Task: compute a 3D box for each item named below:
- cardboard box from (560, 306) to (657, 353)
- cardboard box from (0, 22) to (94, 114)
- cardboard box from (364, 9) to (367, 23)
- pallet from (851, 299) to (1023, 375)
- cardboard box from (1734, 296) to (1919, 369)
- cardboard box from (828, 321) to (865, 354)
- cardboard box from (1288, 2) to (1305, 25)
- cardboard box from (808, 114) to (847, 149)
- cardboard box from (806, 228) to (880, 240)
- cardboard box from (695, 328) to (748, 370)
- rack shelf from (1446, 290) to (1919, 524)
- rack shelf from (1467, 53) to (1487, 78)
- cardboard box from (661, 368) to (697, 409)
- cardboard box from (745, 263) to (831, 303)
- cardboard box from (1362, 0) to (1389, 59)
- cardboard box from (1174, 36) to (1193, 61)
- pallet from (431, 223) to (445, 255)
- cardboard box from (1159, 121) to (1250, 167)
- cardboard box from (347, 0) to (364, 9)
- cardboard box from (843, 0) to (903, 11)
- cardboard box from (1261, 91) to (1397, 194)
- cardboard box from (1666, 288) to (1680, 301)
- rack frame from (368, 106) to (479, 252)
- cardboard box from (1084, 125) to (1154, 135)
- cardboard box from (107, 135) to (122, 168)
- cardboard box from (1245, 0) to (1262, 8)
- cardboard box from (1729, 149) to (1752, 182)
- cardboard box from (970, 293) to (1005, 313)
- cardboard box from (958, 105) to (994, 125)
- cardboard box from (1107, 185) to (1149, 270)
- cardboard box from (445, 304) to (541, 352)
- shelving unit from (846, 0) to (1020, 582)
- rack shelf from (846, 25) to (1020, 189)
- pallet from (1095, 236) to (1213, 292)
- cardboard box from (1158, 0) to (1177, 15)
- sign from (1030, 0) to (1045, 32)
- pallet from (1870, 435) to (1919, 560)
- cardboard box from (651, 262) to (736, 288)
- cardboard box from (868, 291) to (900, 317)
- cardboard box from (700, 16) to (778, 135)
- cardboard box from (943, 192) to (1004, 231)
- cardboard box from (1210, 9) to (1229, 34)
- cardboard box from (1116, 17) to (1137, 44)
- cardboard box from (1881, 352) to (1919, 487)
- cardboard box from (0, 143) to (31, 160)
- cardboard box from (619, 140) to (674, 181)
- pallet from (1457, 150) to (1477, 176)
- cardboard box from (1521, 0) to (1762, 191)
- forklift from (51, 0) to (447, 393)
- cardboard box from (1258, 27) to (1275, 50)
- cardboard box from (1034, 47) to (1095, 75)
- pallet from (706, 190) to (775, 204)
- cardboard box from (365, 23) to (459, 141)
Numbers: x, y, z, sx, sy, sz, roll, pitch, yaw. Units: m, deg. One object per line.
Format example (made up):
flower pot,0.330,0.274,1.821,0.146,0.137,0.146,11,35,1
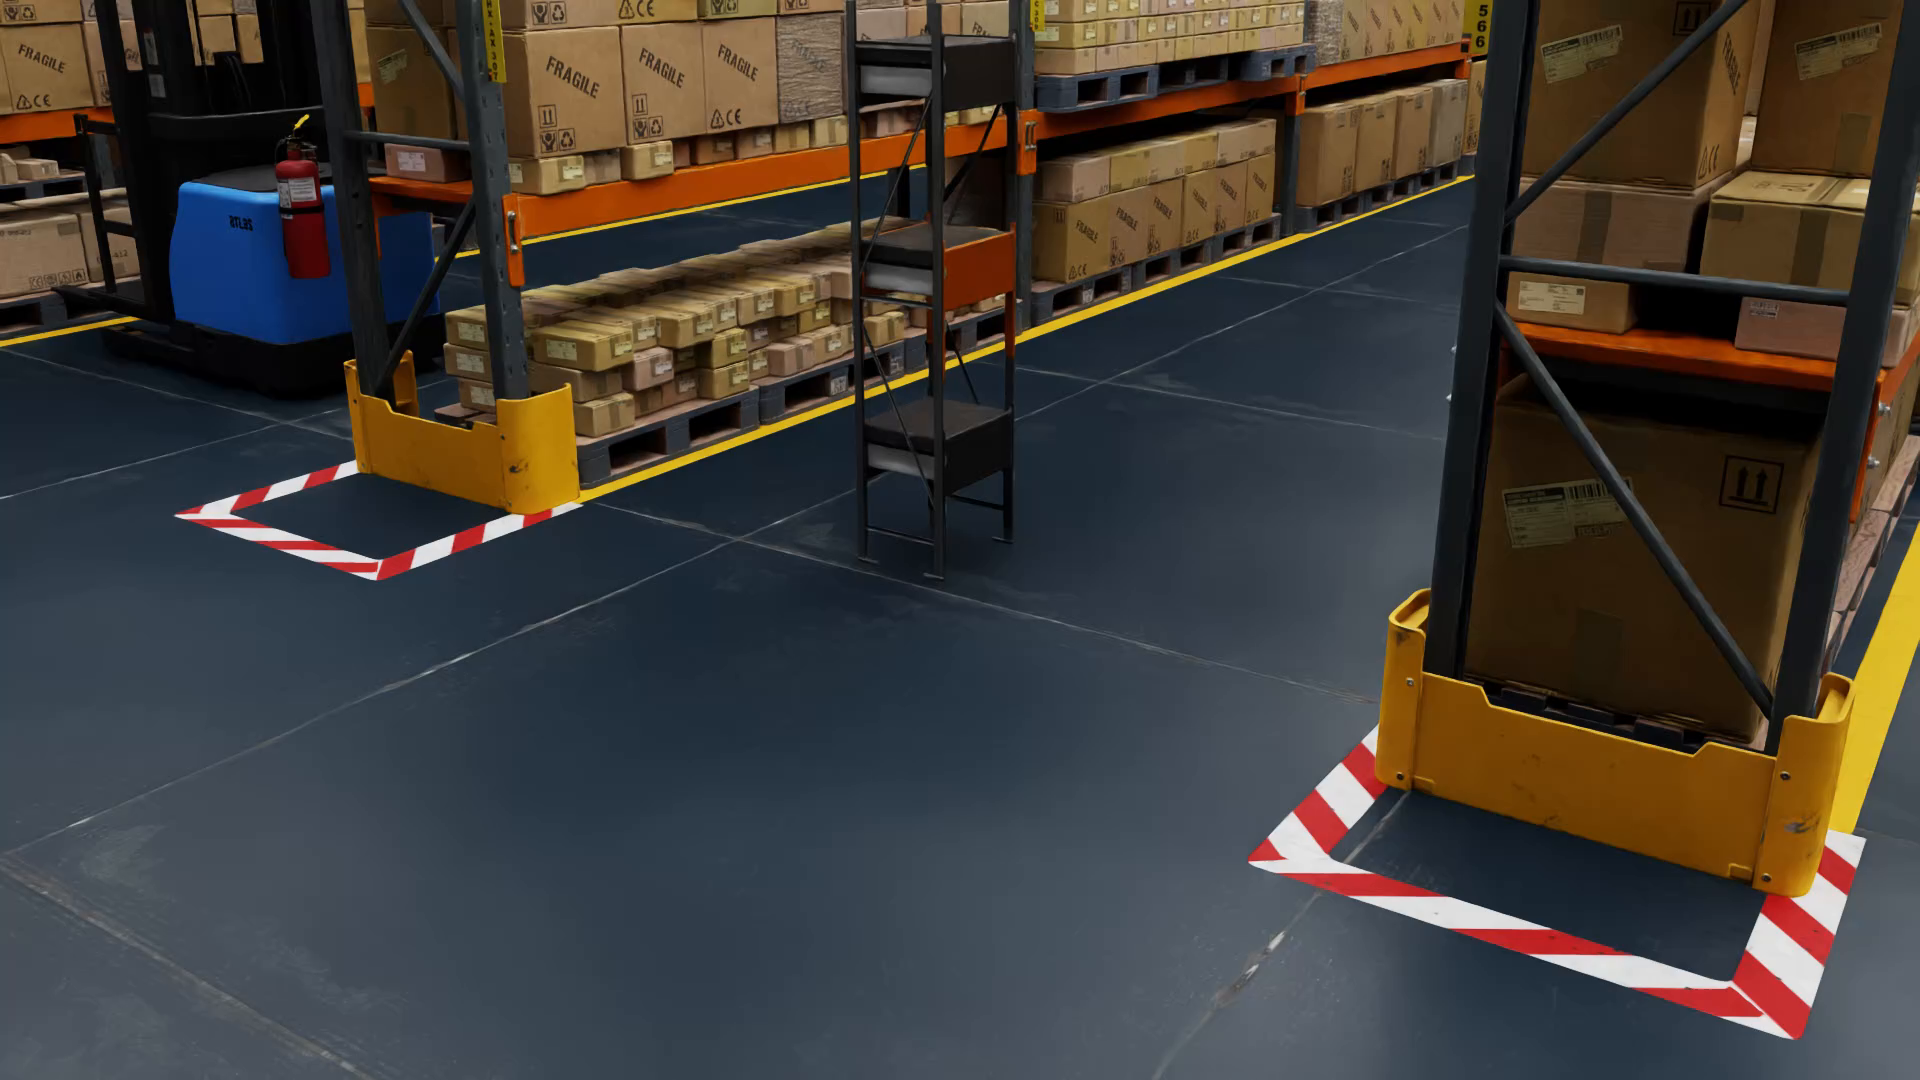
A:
cardboard box,-1.628,-0.970,7.709,0.380,0.149,0.250,14,24,33
cardboard box,-5.642,-2.860,10.028,0.500,0.500,0.500,13,24,31
cardboard box,-4.211,-3.592,12.009,0.500,0.500,0.500,14,24,32
pallet,-0.359,-1.284,9.933,1.003,0.211,1.213,13,24,32
cardboard box,2.258,-0.568,4.338,0.380,0.149,0.250,14,24,32
cardboard box,-0.734,-1.114,8.957,0.380,0.149,0.250,14,24,33
cardboard box,2.337,-3.928,12.388,0.380,0.149,0.250,14,24,33
cardboard box,-0.797,-2.084,8.437,0.380,0.149,0.250,14,24,33
cardboard box,-0.681,-1.723,9.745,0.380,0.149,0.250,13,24,31
cardboard box,-1.254,-0.951,8.088,0.380,0.149,0.250,14,25,33
rack shelf,2.910,-0.884,5.869,1.077,0.370,4.000,13,24,32
rack shelf,5.610,-5.324,17.871,1.077,0.370,4.000,13,24,32
cardboard box,-1.487,-0.756,7.988,0.380,0.149,0.250,14,24,32
cardboard box,-0.898,-1.339,8.709,0.380,0.149,0.250,13,24,32
cardboard box,3.281,-4.354,14.067,0.500,0.500,0.500,13,24,32
cardboard box,1.321,-3.270,11.039,0.380,0.149,0.250,13,24,31
pallet,-4.654,-2.218,12.456,1.003,0.211,1.213,13,24,32
cardboard box,1.795,-2.922,12.256,0.500,0.250,0.500,14,24,33
cardboard box,-4.490,-3.911,11.429,0.500,0.500,0.500,13,24,31
cardboard box,-0.637,-2.966,8.446,0.500,0.500,0.500,14,24,33
cardboard box,3.143,-3.490,14.514,1.050,0.750,0.750,14,24,33
cardboard box,2.001,-0.844,5.084,0.380,0.149,0.250,13,24,32
rack frame,-4.162,-3.728,12.520,1.000,3.000,0.127,13,24,32
cardboard box,1.076,-2.880,12.145,0.500,0.250,0.500,13,24,32
cardboard box,-7.811,-3.815,15.752,0.500,0.500,0.500,15,25,34
cardboard box,1.904,-3.844,11.732,0.380,0.149,0.250,14,25,33
cardboard box,2.124,-1.053,5.076,0.500,0.250,0.500,13,24,31
cardboard box,0.050,-1.473,9.927,0.380,0.149,0.250,14,24,32
cardboard box,-0.033,-2.451,9.430,0.380,0.149,0.250,13,24,30
cardboard box,0.920,-2.129,11.194,0.500,0.500,0.500,15,25,34
cardboard box,-2.171,-0.984,7.749,0.380,0.149,0.250,14,24,32
shelving unit,-0.093,-0.937,6.272,0.431,2.100,0.503,13,24,32
rack shelf,-0.093,-1.581,6.034,0.431,0.518,0.480,13,24,32
pallet,1.111,-2.059,12.028,1.003,0.211,1.213,13,24,32
cardboard box,1.175,-3.472,10.728,0.380,0.149,0.250,13,24,31
sign,0.442,-3.094,9.559,0.100,0.325,0.005,13,24,32
pallet,3.542,-0.285,7.231,1.003,0.211,1.213,13,24,32
cardboard box,-1.399,-1.348,8.733,0.380,0.149,0.250,12,24,30
cardboard box,-0.552,-1.349,9.163,0.380,0.149,0.250,14,24,33
cardboard box,-1.213,-2.202,7.822,0.500,0.500,0.500,14,24,33
cardboard box,0.197,-2.078,11.057,0.500,0.500,0.500,13,24,31
cardboard box,1.613,-3.557,11.386,0.380,0.149,0.250,14,24,33
cardboard box,0.880,-3.183,10.374,0.380,0.149,0.250,14,24,33
cardboard box,3.597,-0.822,7.122,0.875,0.875,0.875,13,24,32
cardboard box,-8.836,-3.488,15.140,0.500,0.311,0.500,14,25,34
cardboard box,-1.502,-1.703,7.408,0.380,0.149,0.250,12,24,30
pallet,4.978,-3.982,17.227,1.003,0.211,1.213,13,24,32
cardboard box,1.842,-1.260,4.554,0.500,0.500,0.500,14,24,32
forklift,-4.376,-2.543,9.416,3.031,2.935,1.130,15,25,35
cardboard box,2.055,-3.643,12.046,0.380,0.149,0.250,14,24,33
cardboard box,0.591,-2.894,10.023,0.380,0.149,0.250,12,23,29
pallet,-2.419,-3.357,15.535,1.003,0.211,1.213,13,24,32
cardboard box,-2.220,-2.010,7.302,0.500,0.500,0.500,14,24,33
